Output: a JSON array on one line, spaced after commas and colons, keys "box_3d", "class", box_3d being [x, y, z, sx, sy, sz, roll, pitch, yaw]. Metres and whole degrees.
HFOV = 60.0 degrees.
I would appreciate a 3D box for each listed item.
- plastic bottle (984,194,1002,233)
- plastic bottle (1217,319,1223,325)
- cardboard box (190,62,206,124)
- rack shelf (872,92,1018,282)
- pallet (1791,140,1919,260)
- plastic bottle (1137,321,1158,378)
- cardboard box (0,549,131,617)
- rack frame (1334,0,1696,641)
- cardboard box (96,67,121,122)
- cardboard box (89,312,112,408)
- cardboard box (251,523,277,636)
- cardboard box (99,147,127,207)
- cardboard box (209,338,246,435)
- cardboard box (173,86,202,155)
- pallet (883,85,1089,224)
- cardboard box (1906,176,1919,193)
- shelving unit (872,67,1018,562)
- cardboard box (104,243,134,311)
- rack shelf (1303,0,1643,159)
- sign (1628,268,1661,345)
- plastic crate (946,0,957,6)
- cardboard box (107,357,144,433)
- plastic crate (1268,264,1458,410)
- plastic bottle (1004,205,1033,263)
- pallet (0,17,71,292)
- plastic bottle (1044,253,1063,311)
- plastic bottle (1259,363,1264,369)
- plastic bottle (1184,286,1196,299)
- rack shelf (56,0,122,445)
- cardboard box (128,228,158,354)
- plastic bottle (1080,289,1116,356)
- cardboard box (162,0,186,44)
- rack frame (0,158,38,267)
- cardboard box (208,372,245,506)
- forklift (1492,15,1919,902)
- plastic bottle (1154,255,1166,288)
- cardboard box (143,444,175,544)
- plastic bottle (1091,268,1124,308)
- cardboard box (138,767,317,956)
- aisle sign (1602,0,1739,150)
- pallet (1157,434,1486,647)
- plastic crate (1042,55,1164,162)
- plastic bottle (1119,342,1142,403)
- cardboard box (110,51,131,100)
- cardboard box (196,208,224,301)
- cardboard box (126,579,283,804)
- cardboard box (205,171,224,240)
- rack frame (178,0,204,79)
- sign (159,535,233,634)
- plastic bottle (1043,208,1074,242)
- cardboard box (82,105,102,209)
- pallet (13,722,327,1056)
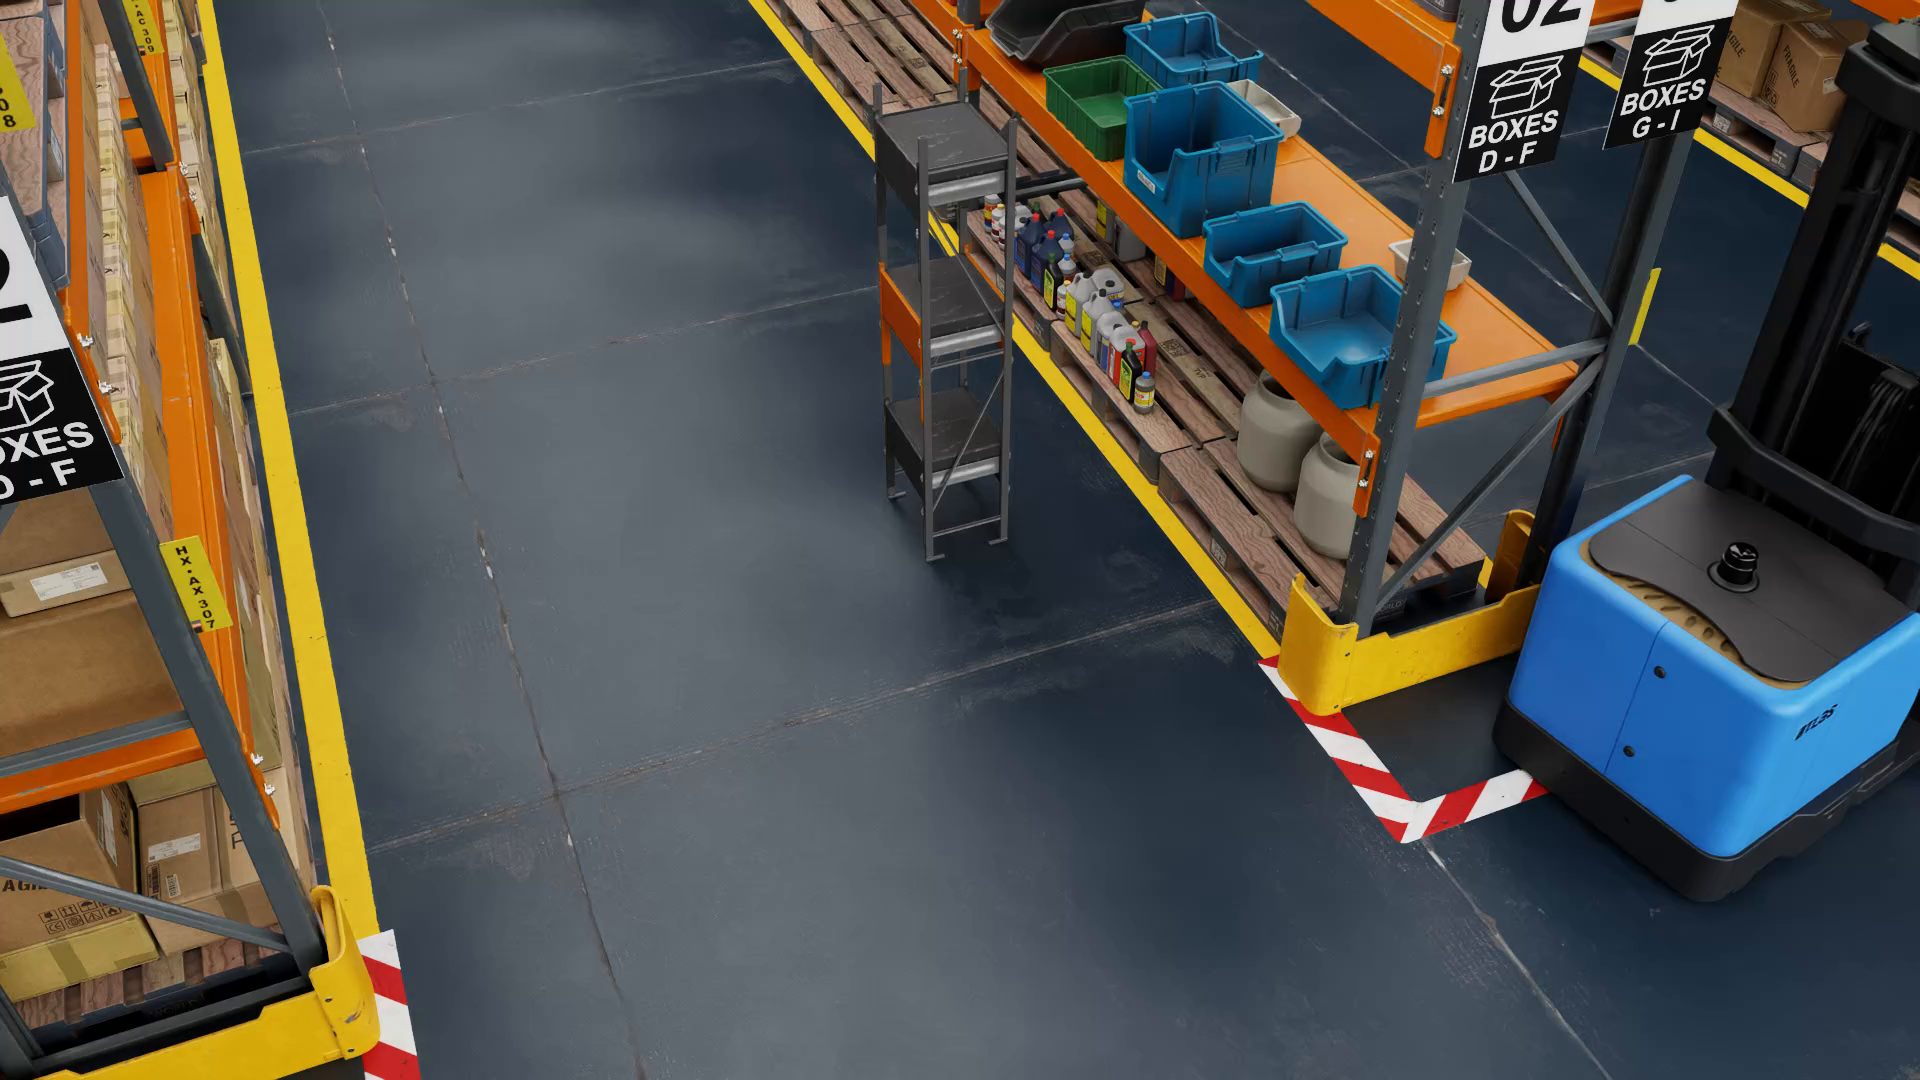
[{"box_3d": [0.185, -1.857, 9.282, 0.097, 0.271, 0.097, 0, 41, 0], "class": "plastic bottle"}, {"box_3d": [1.385, -1.218, 8.594, 0.097, 0.201, 0.097, 0, 41, 0], "class": "plastic bottle"}, {"box_3d": [-5.014, -2.753, 10.356, 0.500, 0.250, 0.500, -16, 43, -17], "class": "cardboard box"}, {"box_3d": [-0.063, -1.416, 6.652, 0.431, 0.518, 0.480, -15, 43, -17], "class": "rack shelf"}, {"box_3d": [5.804, -2.072, 9.917, 1.003, 0.211, 1.213, -15, 43, -17], "class": "pallet"}, {"box_3d": [0.917, -0.936, 8.202, 0.061, 0.283, 0.133, -15, 43, -17], "class": "plastic bottle"}, {"box_3d": [-2.531, 0.043, 4.744, 0.380, 0.149, 0.250, -15, 43, -17], "class": "cardboard box"}, {"box_3d": [1.998, -0.616, 6.085, 1.000, 3.000, 0.127, -15, 43, -17], "class": "rack frame"}, {"box_3d": [-3.716, -1.816, 6.906, 0.380, 0.149, 0.250, -16, 43, -18], "class": "cardboard box"}, {"box_3d": [-2.973, -0.544, 4.929, 0.700, 0.500, 0.500, -16, 43, -18], "class": "cardboard box"}, {"box_3d": [-3.152, 0.218, 6.901, 0.500, 0.250, 0.500, -15, 43, -17], "class": "cardboard box"}, {"box_3d": [-3.421, -1.352, 6.367, 0.380, 0.149, 0.250, -15, 43, -17], "class": "cardboard box"}, {"box_3d": [-3.731, -0.684, 7.950, 0.500, 0.250, 0.500, -15, 43, -17], "class": "cardboard box"}, {"box_3d": [-4.628, -2.359, 9.467, 0.500, 0.311, 0.500, -14, 43, -16], "class": "cardboard box"}, {"box_3d": [0.131, -2.432, 10.335, 1.003, 0.211, 1.213, -15, 43, -17], "class": "pallet"}, {"box_3d": [5.868, -2.177, 9.495, 0.500, 0.500, 0.500, -11, 42, -13], "class": "cardboard box"}, {"box_3d": [-0.063, -0.896, 7.100, 0.431, 2.100, 0.503, -15, 43, -17], "class": "shelving unit"}, {"box_3d": [-3.118, -0.883, 5.821, 0.380, 0.149, 0.250, -15, 43, -16], "class": "cardboard box"}, {"box_3d": [1.233, -2.686, 6.742, 1.077, 0.370, 4.000, -15, 43, -17], "class": "rack shelf"}, {"box_3d": [2.508, -0.856, 6.151, 0.100, 0.325, 0.005, -15, 43, -17], "class": "sign"}, {"box_3d": [0.000, -3.265, 9.116, 0.402, 0.464, 0.583, -15, 43, -17], "class": "plastic crate"}, {"box_3d": [-2.823, -0.418, 5.280, 0.380, 0.149, 0.250, -16, 43, -18], "class": "cardboard box"}, {"box_3d": [1.530, -0.787, 6.397, 0.499, 0.251, 0.616, -15, 43, -17], "class": "plastic crate"}, {"box_3d": [0.334, -1.671, 9.062, 0.152, 0.276, 0.135, -14, 43, -15], "class": "plastic bottle"}, {"box_3d": [-2.826, -0.919, 4.204, 1.003, 0.211, 1.213, -15, 43, -17], "class": "pallet"}, {"box_3d": [0.490, -1.349, 8.683, 0.061, 0.283, 0.133, -13, 42, -15], "class": "plastic bottle"}, {"box_3d": [1.553, -0.954, 8.287, 0.097, 0.201, 0.097, 0, 41, 0], "class": "plastic bottle"}, {"box_3d": [1.236, -1.435, 8.788, 0.152, 0.276, 0.135, -14, 43, -16], "class": "plastic bottle"}, {"box_3d": [-3.345, -1.452, 5.308, 1.077, 0.370, 4.000, -15, 43, -17], "class": "rack shelf"}, {"box_3d": [-3.539, -0.945, 6.391, 0.700, 0.500, 0.500, -14, 43, -16], "class": "cardboard box"}, {"box_3d": [0.699, -1.117, 8.361, 0.144, 0.351, 0.185, -13, 42, -15], "class": "plastic bottle"}, {"box_3d": [-5.213, -3.277, 10.536, 0.500, 0.311, 0.500, -14, 43, -16], "class": "cardboard box"}, {"box_3d": [-2.580, -1.657, 2.694, 1.000, 3.000, 0.127, -15, 43, -17], "class": "rack frame"}, {"box_3d": [-3.356, -0.364, 7.003, 0.500, 0.500, 0.500, -15, 43, -17], "class": "cardboard box"}, {"box_3d": [3.624, -0.559, 6.071, 3.031, 2.935, 1.130, -24, 46, -26], "class": "forklift"}, {"box_3d": [1.092, -1.495, 8.853, 0.061, 0.283, 0.133, -15, 43, -17], "class": "plastic bottle"}, {"box_3d": [-2.952, -0.020, 5.315, 0.700, 0.500, 0.500, -14, 43, -16], "class": "cardboard box"}, {"box_3d": [0.755, -1.252, 8.576, 0.152, 0.276, 0.135, -15, 43, -17], "class": "plastic bottle"}, {"box_3d": [-2.579, 1.122, 5.850, 0.500, 0.250, 0.500, -15, 43, -17], "class": "cardboard box"}, {"box_3d": [2.296, -1.632, 5.272, 0.394, 0.787, 0.004, -15, 43, -17], "class": "aisle sign"}, {"box_3d": [1.620, -0.084, 7.604, 1.003, 0.211, 1.213, -15, 43, -17], "class": "pallet"}, {"box_3d": [0.726, -2.057, 7.923, 0.450, 0.188, 0.662, -15, 43, -17], "class": "plastic crate"}, {"box_3d": [0.829, -0.816, 8.063, 0.061, 0.283, 0.133, -14, 43, -16], "class": "plastic bottle"}, {"box_3d": [-4.260, -2.282, 8.214, 0.380, 0.149, 0.250, -15, 43, -17], "class": "cardboard box"}, {"box_3d": [-4.038, -1.433, 8.391, 0.500, 0.311, 0.500, -15, 43, -17], "class": "cardboard box"}, {"box_3d": [-2.773, 0.537, 5.955, 0.500, 0.500, 0.500, -15, 43, -17], "class": "cardboard box"}, {"box_3d": [-4.431, -1.833, 9.287, 0.500, 0.250, 0.500, -16, 43, -18], "class": "cardboard box"}, {"box_3d": [-5.641, -4.202, 10.254, 1.000, 3.000, 0.127, -15, 43, -17], "class": "rack frame"}, {"box_3d": [-2.065, 0.124, 4.499, 0.100, 0.325, 0.005, -15, 43, -17], "class": "sign"}, {"box_3d": [0.526, -1.634, 8.963, 0.144, 0.351, 0.185, -15, 43, -17], "class": "plastic bottle"}, {"box_3d": [-3.549, -1.450, 5.983, 0.700, 0.500, 0.500, -15, 43, -17], "class": "cardboard box"}, {"box_3d": [-2.911, 1.224, 6.083, 1.003, 0.211, 1.213, -15, 43, -17], "class": "pallet"}]
